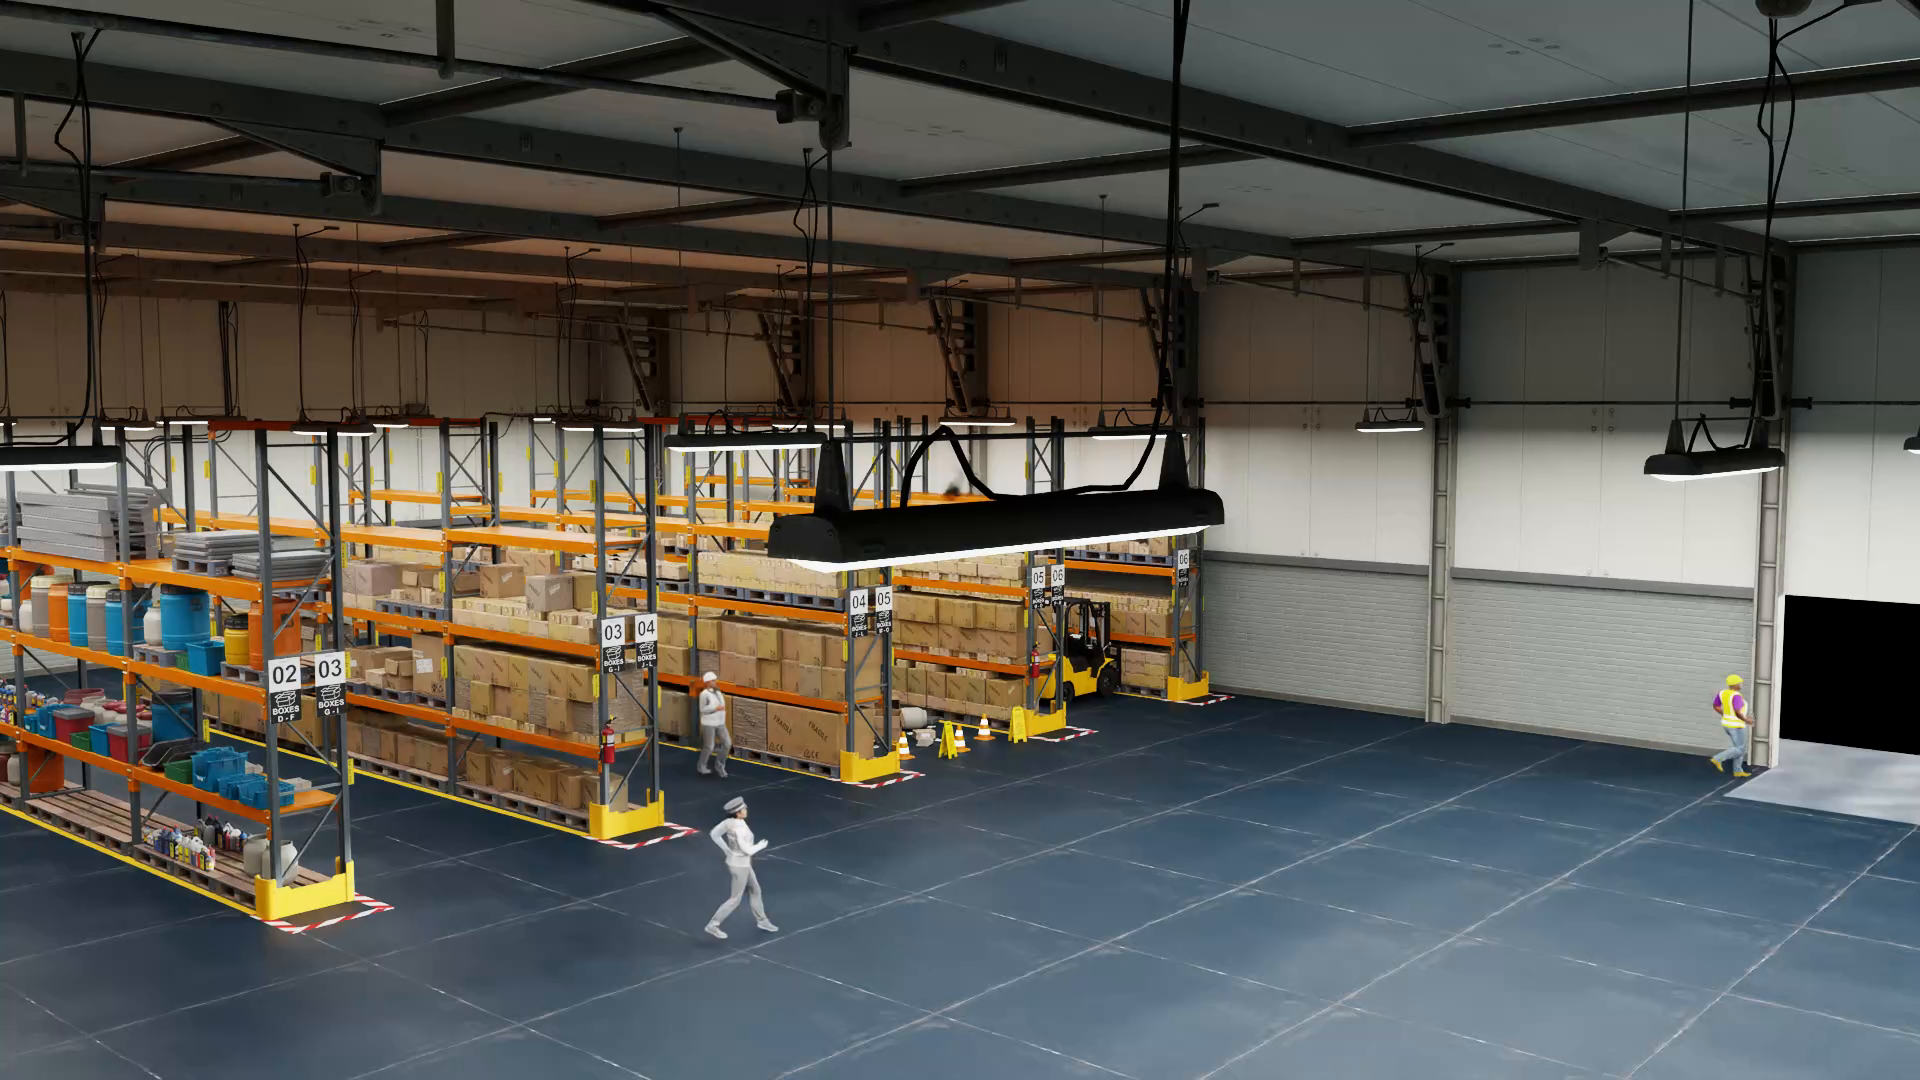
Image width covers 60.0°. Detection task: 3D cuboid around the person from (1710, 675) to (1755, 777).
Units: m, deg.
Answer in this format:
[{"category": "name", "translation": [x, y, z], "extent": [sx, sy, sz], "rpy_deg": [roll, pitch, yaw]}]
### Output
[{"category": "person", "translation": [12.981, 3.133, 28.001], "extent": [0.773, 1.741, 0.719], "rpy_deg": [0, 5, -5]}]

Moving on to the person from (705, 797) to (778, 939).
[{"category": "person", "translation": [-2.580, 3.853, 19.590], "extent": [0.938, 1.692, 0.621], "rpy_deg": [-2, 5, -22]}]

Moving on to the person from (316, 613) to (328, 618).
[{"category": "person", "translation": [-14.124, 2.438, 36.695], "extent": [0.750, 1.714, 0.570], "rpy_deg": [-4, 6, -37]}]

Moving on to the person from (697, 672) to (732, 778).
[{"category": "person", "translation": [-4.139, 3.126, 28.005], "extent": [0.711, 1.814, 0.637], "rpy_deg": [3, 6, 36]}]
